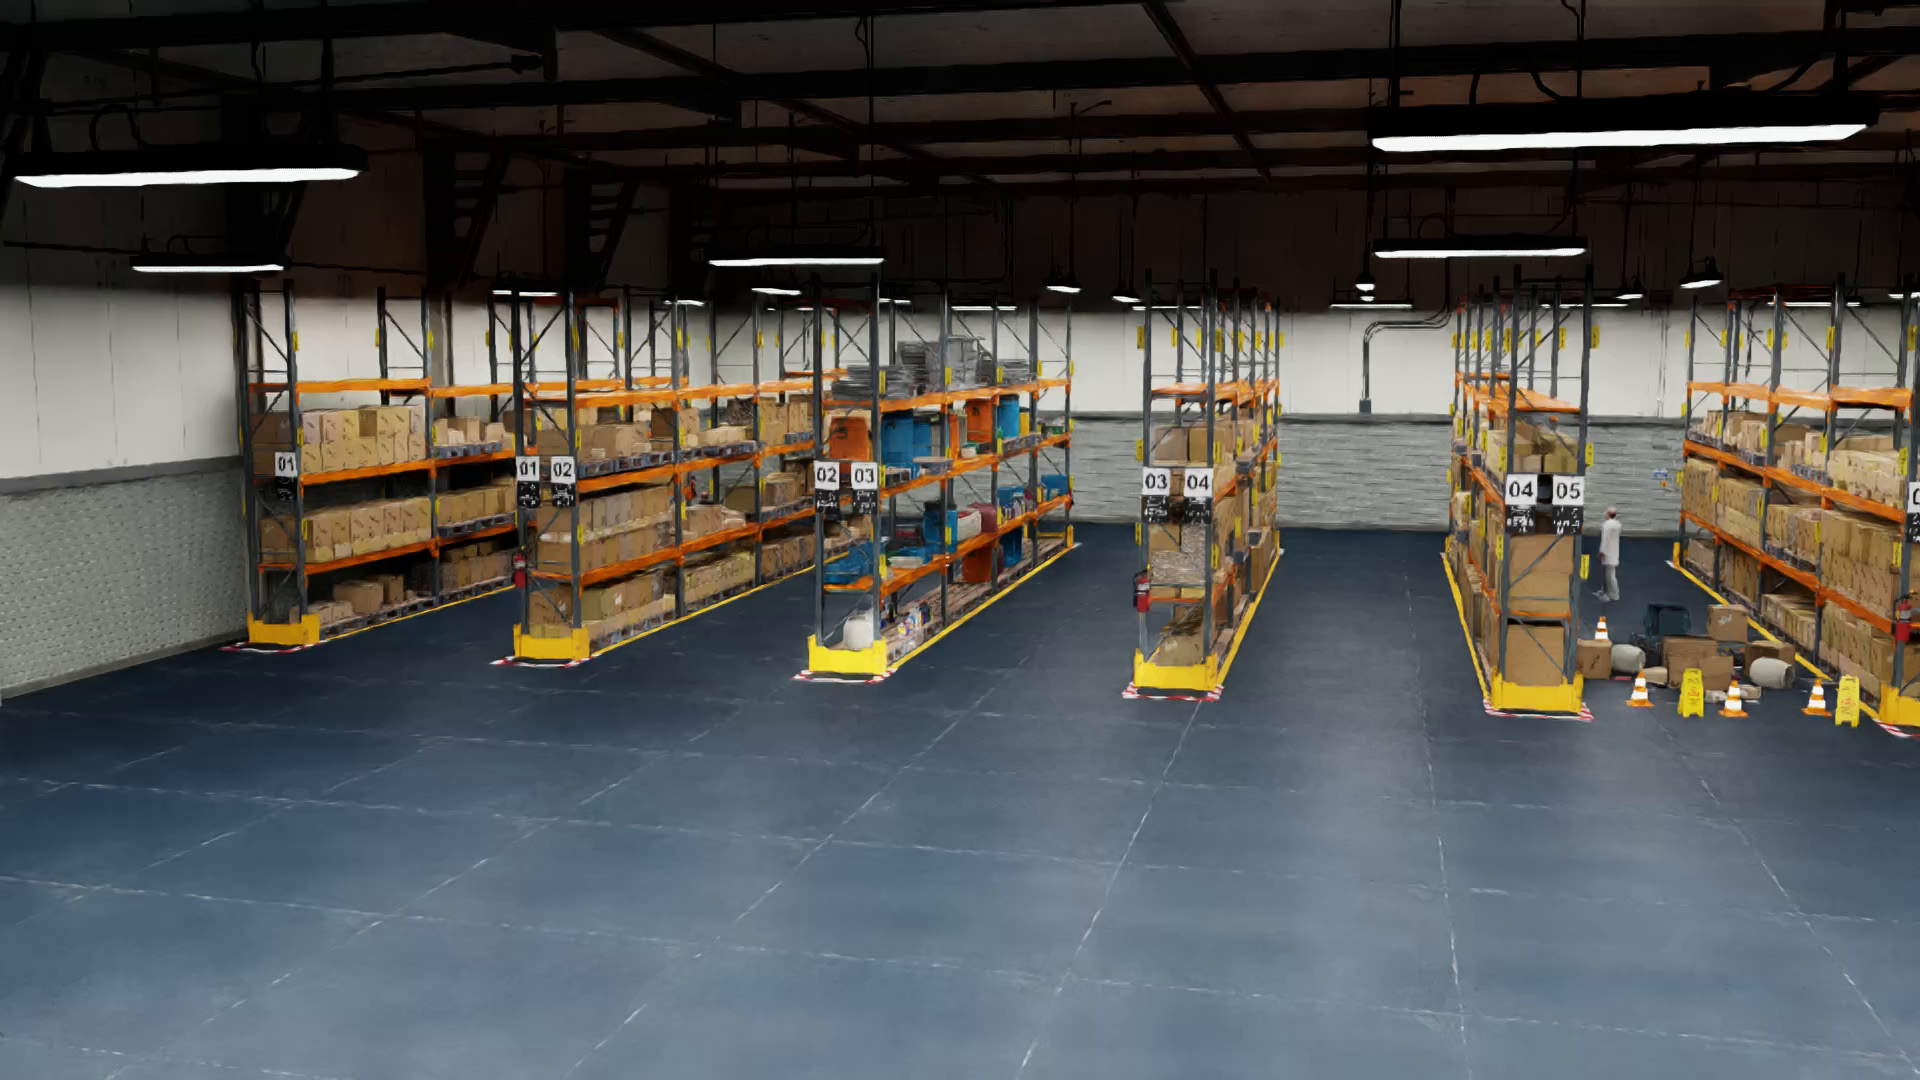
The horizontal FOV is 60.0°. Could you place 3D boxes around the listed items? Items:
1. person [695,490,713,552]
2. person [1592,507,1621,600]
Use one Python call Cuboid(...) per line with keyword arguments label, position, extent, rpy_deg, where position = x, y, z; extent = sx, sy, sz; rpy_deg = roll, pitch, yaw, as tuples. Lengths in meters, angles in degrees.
Cuboid(label="person", position=(-5.619, -0.260, 36.669), extent=(0.626, 1.718, 0.576), rpy_deg=(-6, 9, -43))
Cuboid(label="person", position=(12.562, 0.245, 32.249), extent=(0.614, 1.779, 0.656), rpy_deg=(6, 9, 42))
